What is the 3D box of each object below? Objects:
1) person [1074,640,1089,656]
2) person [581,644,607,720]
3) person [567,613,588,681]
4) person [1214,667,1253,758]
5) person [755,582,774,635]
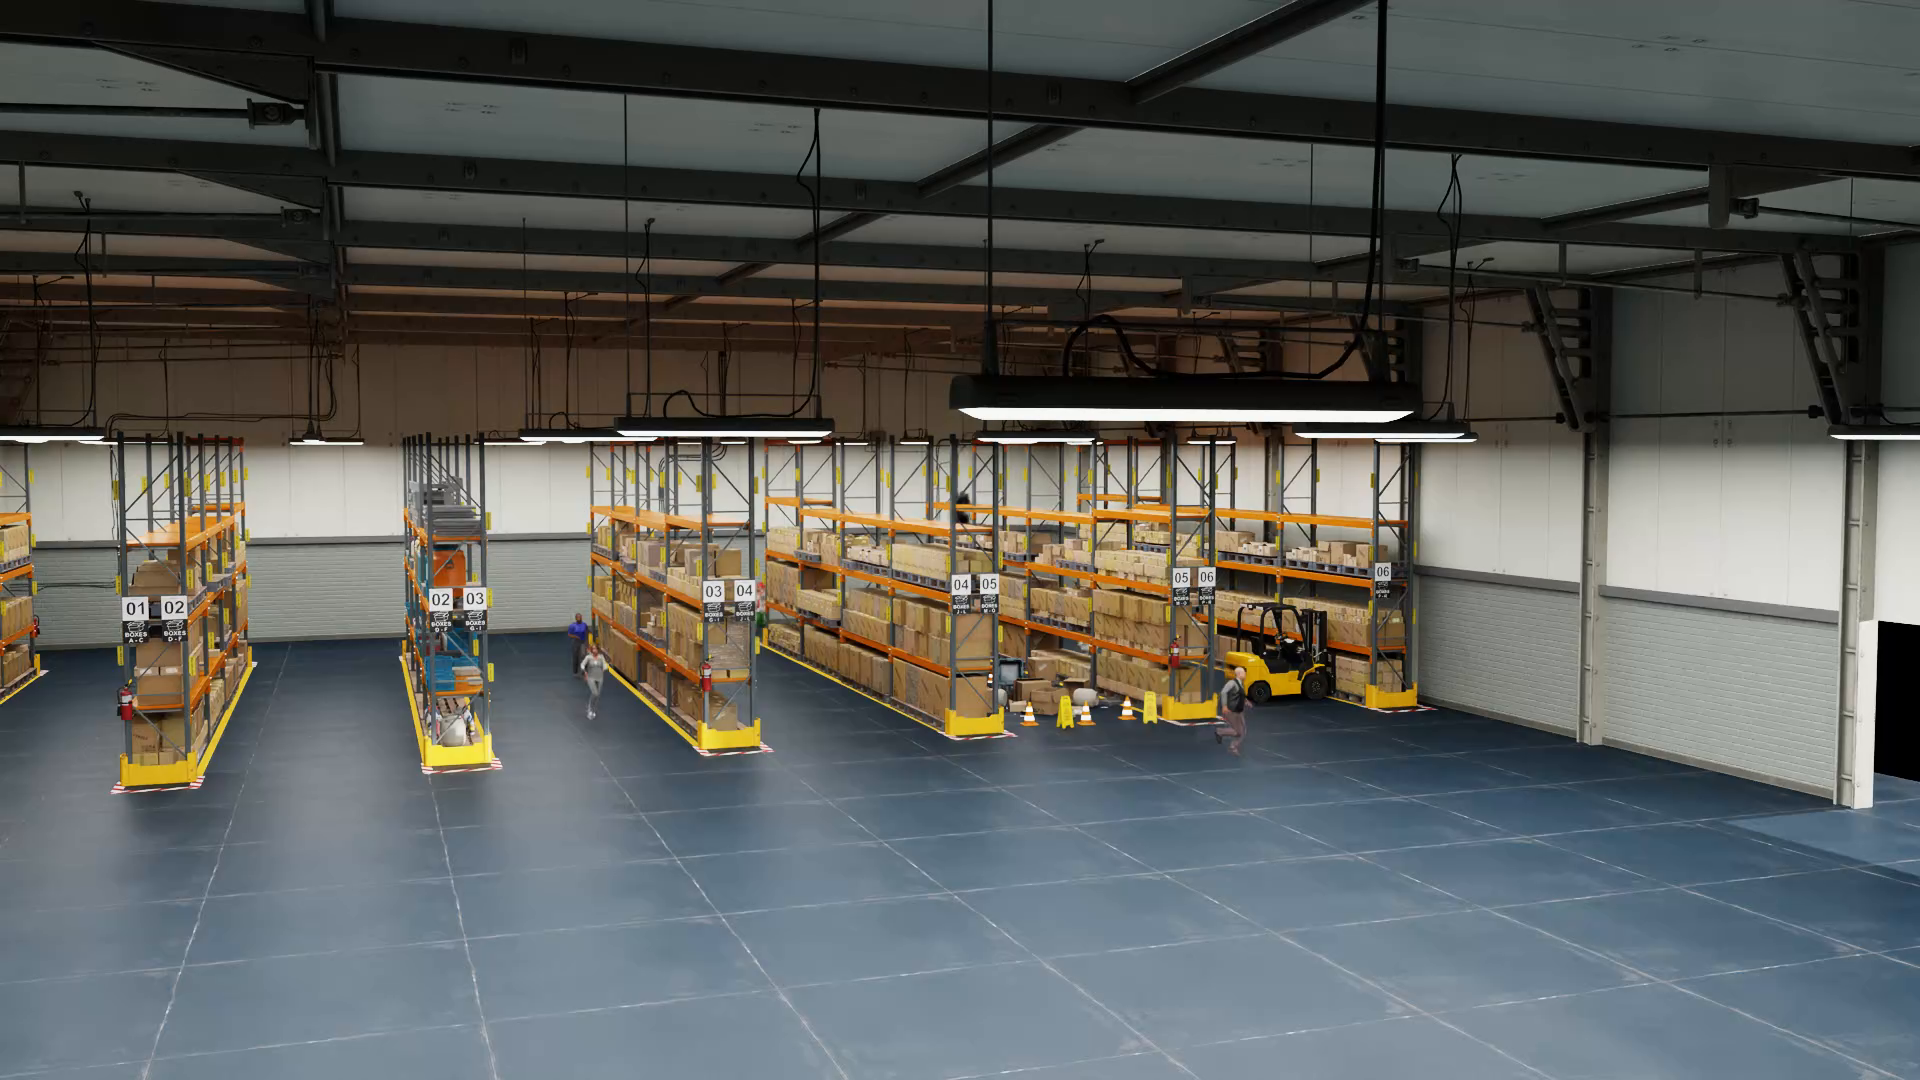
[{"bbox_3d":[3.320,2.343,45.046,0.644,1.741,0.578,-1,3,-22],"label":"person"},{"bbox_3d":[-7.697,2.986,35.113,0.510,1.598,0.653,-2,4,-29],"label":"person"},{"bbox_3d":[-9.400,2.650,40.970,0.561,1.697,0.761,-1,3,-23],"label":"person"},{"bbox_3d":[5.074,3.198,30.862,0.691,1.678,0.691,2,4,31],"label":"person"},{"bbox_3d":[-5.890,2.138,49.239,1.064,1.769,0.633,-2,4,-27],"label":"person"}]
